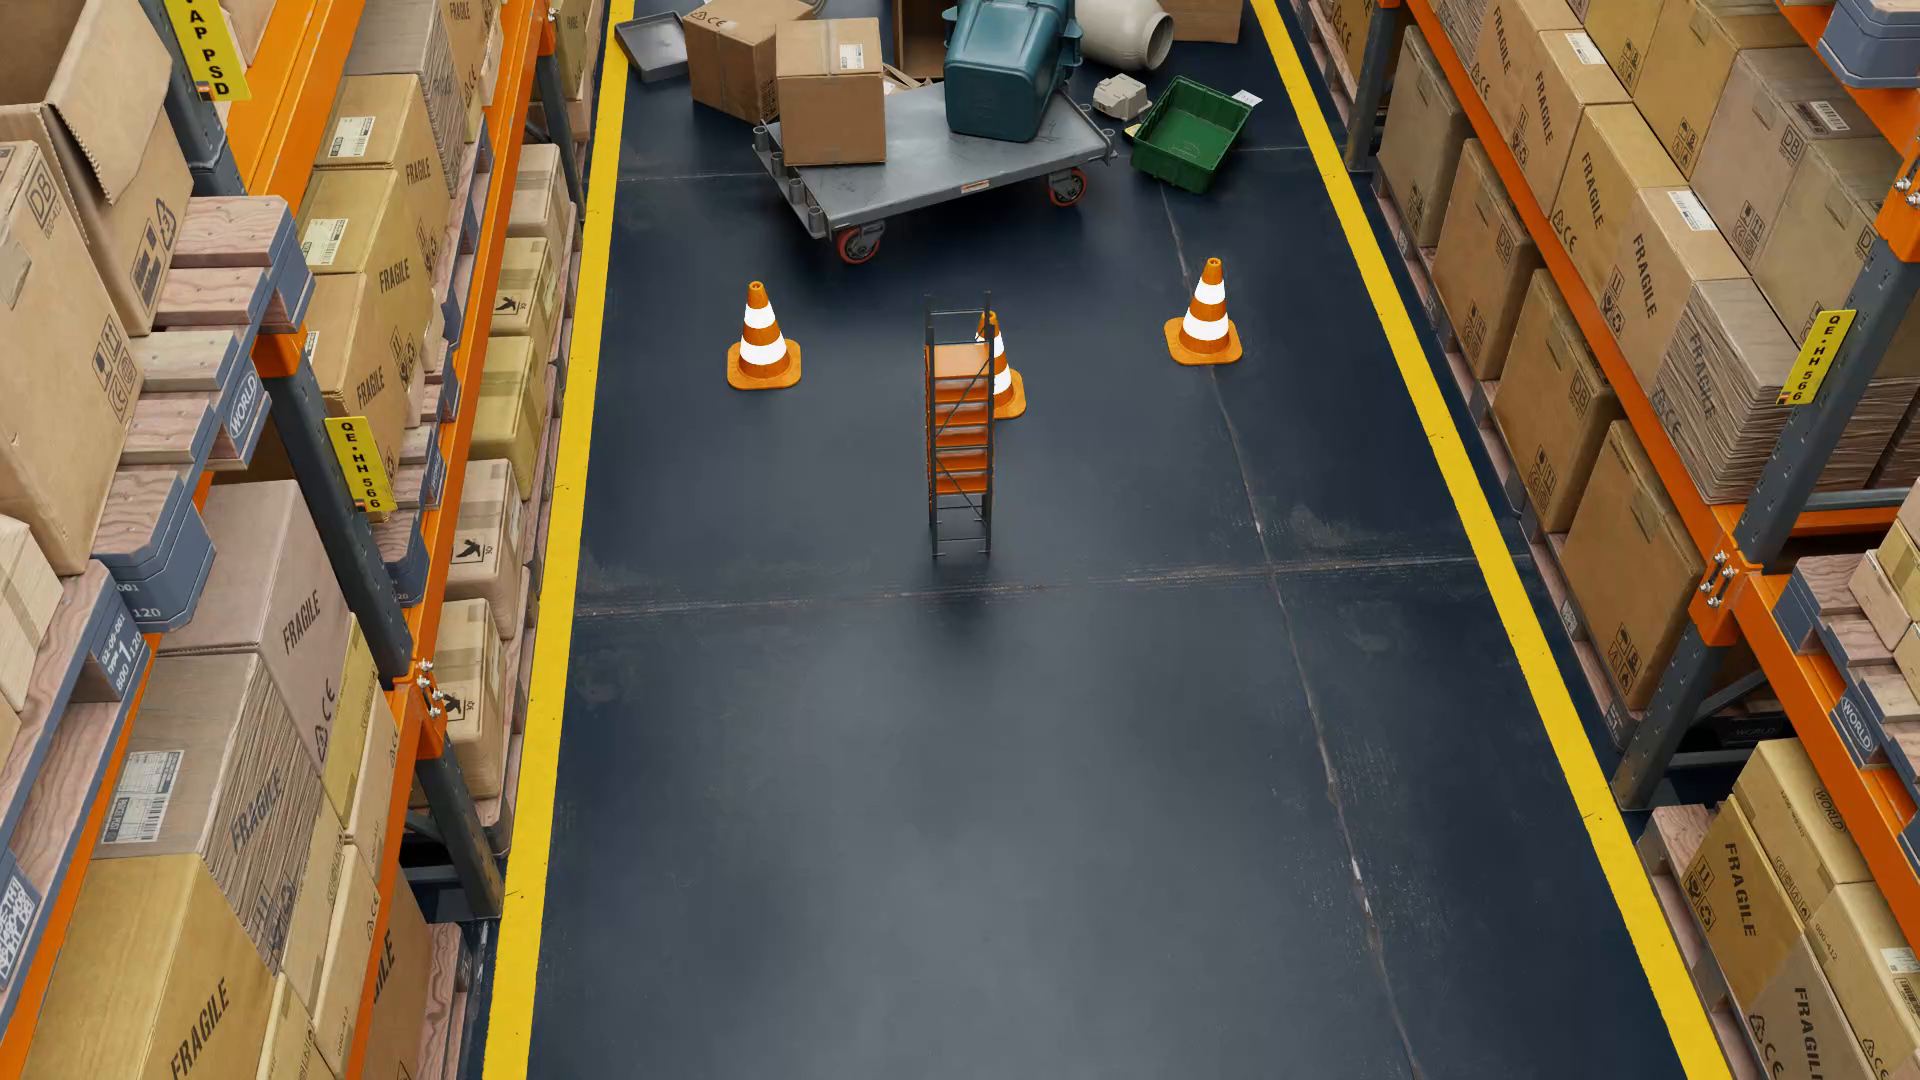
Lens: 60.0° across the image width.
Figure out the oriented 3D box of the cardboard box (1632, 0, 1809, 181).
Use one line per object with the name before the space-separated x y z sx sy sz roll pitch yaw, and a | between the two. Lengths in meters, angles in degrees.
cardboard box | 2.744 -1.568 5.548 0.700 0.500 0.500 -4 47 -4

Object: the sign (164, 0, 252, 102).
sign | -1.510 -1.018 3.308 0.100 0.325 0.005 -3 47 -3

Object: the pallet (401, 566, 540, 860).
pallet | -2.128 0.640 6.135 1.003 0.211 1.213 -3 47 -3

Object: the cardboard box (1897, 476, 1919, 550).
cardboard box | 2.707 -0.041 4.333 0.380 0.149 0.250 -3 47 -3

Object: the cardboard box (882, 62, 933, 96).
cardboard box | -0.328 -2.427 9.002 0.258 0.266 0.396 -36 56 -29

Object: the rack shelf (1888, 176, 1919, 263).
rack shelf | 3.028 0.536 2.743 1.077 0.370 4.000 -3 47 -3

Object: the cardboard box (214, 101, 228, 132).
cardboard box | -1.921 -0.937 3.815 0.380 0.149 0.250 -3 47 -3

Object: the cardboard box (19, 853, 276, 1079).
cardboard box | -1.674 0.957 3.157 0.500 0.500 0.500 -3 47 -3

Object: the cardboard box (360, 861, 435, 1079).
cardboard box | -2.089 1.338 4.728 0.875 0.875 0.875 -4 47 -4

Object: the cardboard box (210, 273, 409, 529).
cardboard box | -1.871 -0.374 4.612 0.500 0.500 0.500 -5 47 -4

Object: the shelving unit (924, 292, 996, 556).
shelving unit | -0.001 -0.423 6.461 0.258 1.200 0.189 -3 47 -3

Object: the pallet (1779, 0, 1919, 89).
pallet | 2.754 -1.556 4.359 1.213 0.211 1.003 -2 47 -1

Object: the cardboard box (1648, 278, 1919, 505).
cardboard box | 2.555 -0.471 5.198 0.500 0.500 0.500 -3 47 -3

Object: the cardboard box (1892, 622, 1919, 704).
cardboard box | 2.719 0.345 4.378 0.380 0.149 0.250 -1 47 -1

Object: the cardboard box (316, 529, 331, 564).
cardboard box | -1.906 -0.058 4.759 0.380 0.149 0.250 -6 47 -6

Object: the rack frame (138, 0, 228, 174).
rack frame | -2.064 -1.816 2.409 1.000 3.000 0.127 -3 47 -3

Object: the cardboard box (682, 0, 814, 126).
cardboard box | -1.132 -2.647 9.047 0.500 0.500 0.500 27 52 23

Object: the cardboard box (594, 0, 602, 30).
cardboard box | -2.282 -3.059 9.322 0.500 0.250 0.500 -4 47 -4

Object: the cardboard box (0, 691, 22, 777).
cardboard box | -1.627 0.294 2.118 0.500 0.500 0.500 -3 47 -3

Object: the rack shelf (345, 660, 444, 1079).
rack shelf | -1.896 1.941 3.478 1.077 0.370 4.000 -3 47 -3

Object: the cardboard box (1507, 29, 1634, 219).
cardboard box | 2.426 -1.564 6.233 0.500 0.500 0.500 -3 47 -3

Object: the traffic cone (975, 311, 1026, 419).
traffic cone | 0.121 -0.814 7.339 0.336 0.463 0.334 -3 47 -3

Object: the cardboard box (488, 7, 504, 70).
cardboard box | -2.019 -1.974 6.574 0.380 0.149 0.250 -4 47 -4

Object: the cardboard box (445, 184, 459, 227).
cardboard box | -1.993 -1.230 5.869 0.380 0.149 0.250 -2 47 -2

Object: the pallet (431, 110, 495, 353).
pallet | -2.270 -1.117 6.011 1.003 0.211 1.213 -3 47 -3

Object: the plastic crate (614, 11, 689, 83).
plastic crate | -1.713 -2.829 9.511 0.402 0.080 0.583 -19 49 -17

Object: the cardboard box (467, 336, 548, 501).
cardboard box | -2.229 -0.486 6.801 0.950 0.372 0.625 -2 47 -2

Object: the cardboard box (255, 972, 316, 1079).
cardboard box | -1.660 1.201 3.442 0.500 0.250 0.500 -5 47 -4

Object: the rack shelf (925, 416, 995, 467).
rack shelf | -0.001 -0.392 6.493 0.258 0.103 0.180 -3 47 -3

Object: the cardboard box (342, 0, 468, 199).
cardboard box | -2.007 -1.497 5.675 0.500 0.500 0.500 -5 47 -5

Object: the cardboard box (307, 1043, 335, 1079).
cardboard box | -1.678 1.382 3.615 0.500 0.250 0.500 -4 47 -4

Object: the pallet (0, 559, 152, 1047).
pallet | -1.860 0.552 2.362 1.003 0.211 1.213 -2 47 -1

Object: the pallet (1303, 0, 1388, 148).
pallet | 2.540 -2.617 9.220 1.003 0.211 1.213 -3 47 -3

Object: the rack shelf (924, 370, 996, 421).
rack shelf | -0.001 -0.558 6.319 0.258 0.103 0.180 -3 47 -3

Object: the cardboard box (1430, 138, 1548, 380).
cardboard box | 2.744 -1.250 7.265 1.050 0.750 0.750 -3 47 -3

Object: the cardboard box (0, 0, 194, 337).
cardboard box | -1.882 -0.701 3.058 0.797 0.503 0.637 -6 47 -6

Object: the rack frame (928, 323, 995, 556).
rack frame | 0.006 -0.357 6.398 0.240 1.200 0.006 -3 47 -3

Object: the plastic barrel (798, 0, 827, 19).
plastic barrel | -1.052 -3.253 9.676 0.512 0.421 0.421 27 52 23

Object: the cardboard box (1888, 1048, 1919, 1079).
cardboard box | 2.748 1.569 4.250 0.500 0.250 0.500 -3 47 -3

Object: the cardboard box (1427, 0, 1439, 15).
cardboard box | 2.302 -2.659 7.270 0.500 0.500 0.500 -3 47 -3

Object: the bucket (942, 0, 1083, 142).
bucket | 0.217 -2.377 8.279 0.726 0.611 0.620 11 58 10

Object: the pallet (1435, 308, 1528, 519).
pallet | 2.771 -0.624 7.332 1.003 0.211 1.213 -3 47 -3

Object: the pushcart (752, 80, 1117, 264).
pushcart | -0.131 -1.920 8.445 1.648 0.377 0.936 -19 49 -17

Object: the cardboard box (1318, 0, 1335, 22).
cardboard box | 2.464 -3.546 9.353 0.875 0.875 0.875 -3 47 -3

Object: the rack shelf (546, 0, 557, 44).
rack shelf | -2.566 -3.847 8.959 1.077 0.370 4.000 -3 47 -3
